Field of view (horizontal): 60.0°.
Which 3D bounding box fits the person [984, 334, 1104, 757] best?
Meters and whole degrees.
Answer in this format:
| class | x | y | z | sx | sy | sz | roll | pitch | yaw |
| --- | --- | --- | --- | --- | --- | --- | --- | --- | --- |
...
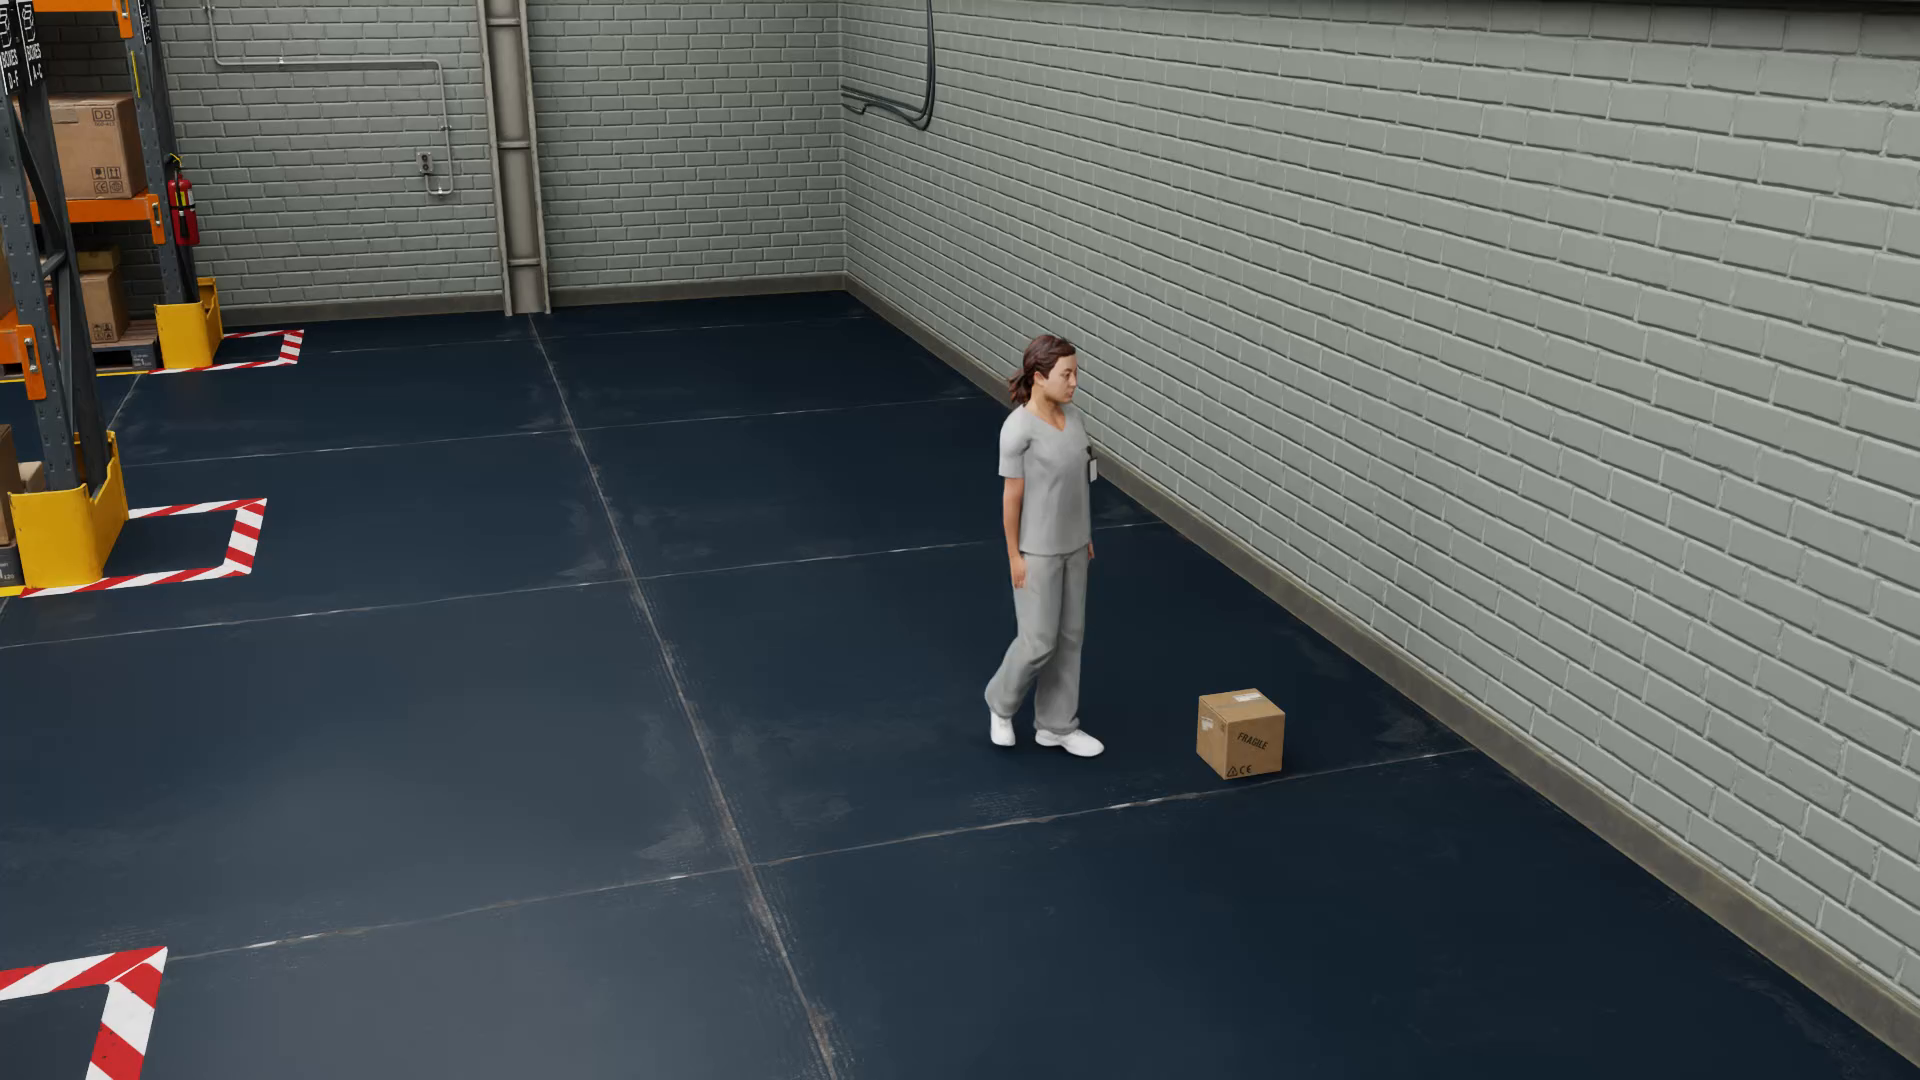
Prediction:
| class | x | y | z | sx | sy | sz | roll | pitch | yaw |
| --- | --- | --- | --- | --- | --- | --- | --- | --- | --- |
| person | 0.349 | 0.030 | 6.465 | 0.519 | 1.670 | 0.460 | 18 | 26 | 41 |
